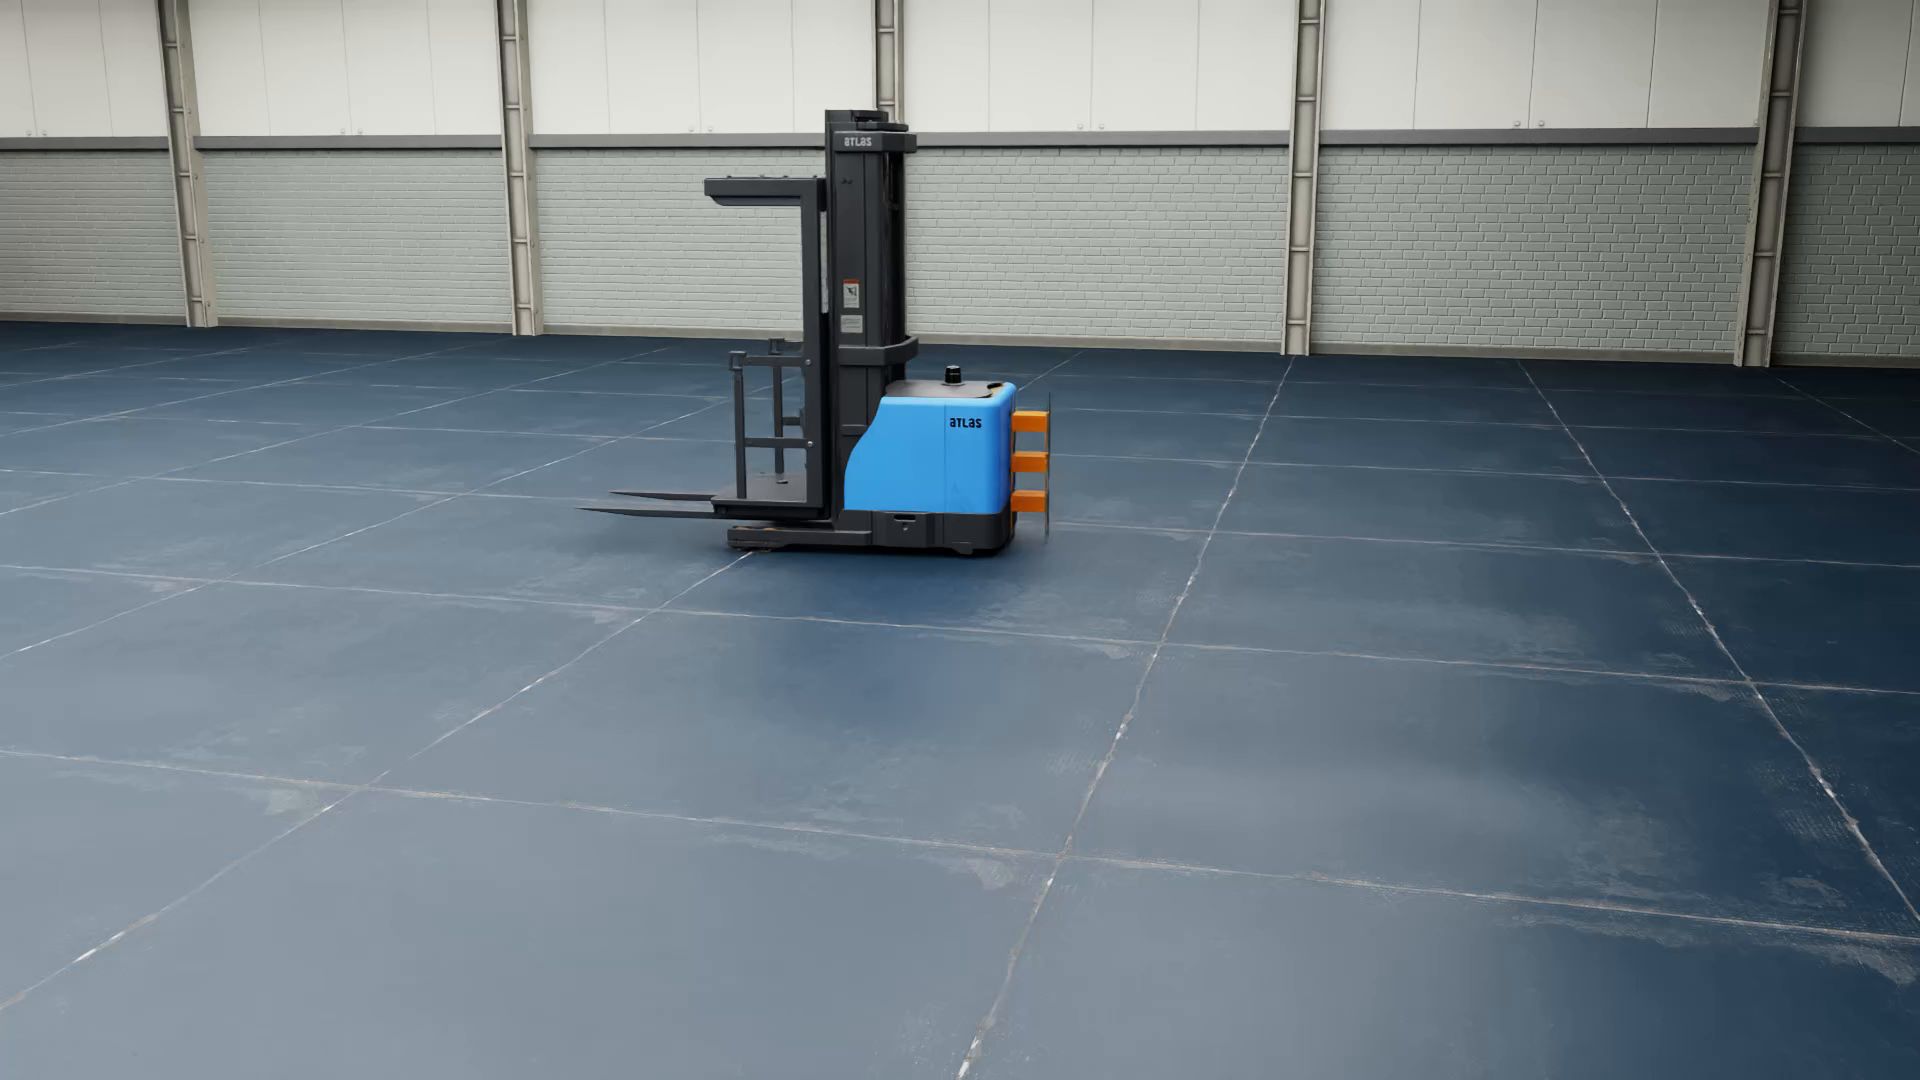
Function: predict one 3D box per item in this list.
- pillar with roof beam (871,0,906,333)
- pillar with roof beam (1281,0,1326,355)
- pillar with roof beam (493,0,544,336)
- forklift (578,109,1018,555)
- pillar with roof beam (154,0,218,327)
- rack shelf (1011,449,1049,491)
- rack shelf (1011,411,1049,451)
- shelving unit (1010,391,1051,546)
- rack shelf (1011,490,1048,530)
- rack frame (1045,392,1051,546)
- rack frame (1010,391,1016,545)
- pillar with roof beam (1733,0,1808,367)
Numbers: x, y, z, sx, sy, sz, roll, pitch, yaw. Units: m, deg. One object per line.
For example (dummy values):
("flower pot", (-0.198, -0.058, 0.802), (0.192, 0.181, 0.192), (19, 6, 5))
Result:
("pillar with roof beam", (-2.079, -6.451, 20.036), (0.400, 9.000, 9.100), (3, 13, 14))
("pillar with roof beam", (3.746, -6.140, 18.633), (0.400, 9.000, 9.100), (3, 13, 14))
("pillar with roof beam", (-7.905, -6.763, 21.440), (0.400, 9.000, 9.100), (3, 13, 14))
("forklift", (-1.149, -1.459, 11.544), (3.031, 2.935, 1.130), (2, 13, 9))
("pillar with roof beam", (-13.730, -7.074, 22.843), (0.400, 9.000, 9.100), (3, 13, 14))
("rack shelf", (0.488, -0.488, 11.558), (0.240, 0.259, 0.215), (2, 13, 9))
("rack shelf", (0.488, -0.765, 11.497), (0.240, 0.259, 0.215), (2, 13, 9))
("shelving unit", (0.488, -0.498, 11.556), (0.252, 1.050, 0.215), (2, 13, 9))
("rack shelf", (0.488, -0.217, 11.619), (0.240, 0.259, 0.215), (2, 13, 9))
("rack frame", (0.609, -0.494, 11.537), (0.008, 1.050, 0.200), (2, 13, 9))
("rack frame", (0.368, -0.502, 11.575), (0.008, 1.050, 0.200), (2, 13, 9))
("pillar with roof beam", (9.571, -5.829, 17.230), (0.400, 9.000, 9.100), (3, 13, 14))
